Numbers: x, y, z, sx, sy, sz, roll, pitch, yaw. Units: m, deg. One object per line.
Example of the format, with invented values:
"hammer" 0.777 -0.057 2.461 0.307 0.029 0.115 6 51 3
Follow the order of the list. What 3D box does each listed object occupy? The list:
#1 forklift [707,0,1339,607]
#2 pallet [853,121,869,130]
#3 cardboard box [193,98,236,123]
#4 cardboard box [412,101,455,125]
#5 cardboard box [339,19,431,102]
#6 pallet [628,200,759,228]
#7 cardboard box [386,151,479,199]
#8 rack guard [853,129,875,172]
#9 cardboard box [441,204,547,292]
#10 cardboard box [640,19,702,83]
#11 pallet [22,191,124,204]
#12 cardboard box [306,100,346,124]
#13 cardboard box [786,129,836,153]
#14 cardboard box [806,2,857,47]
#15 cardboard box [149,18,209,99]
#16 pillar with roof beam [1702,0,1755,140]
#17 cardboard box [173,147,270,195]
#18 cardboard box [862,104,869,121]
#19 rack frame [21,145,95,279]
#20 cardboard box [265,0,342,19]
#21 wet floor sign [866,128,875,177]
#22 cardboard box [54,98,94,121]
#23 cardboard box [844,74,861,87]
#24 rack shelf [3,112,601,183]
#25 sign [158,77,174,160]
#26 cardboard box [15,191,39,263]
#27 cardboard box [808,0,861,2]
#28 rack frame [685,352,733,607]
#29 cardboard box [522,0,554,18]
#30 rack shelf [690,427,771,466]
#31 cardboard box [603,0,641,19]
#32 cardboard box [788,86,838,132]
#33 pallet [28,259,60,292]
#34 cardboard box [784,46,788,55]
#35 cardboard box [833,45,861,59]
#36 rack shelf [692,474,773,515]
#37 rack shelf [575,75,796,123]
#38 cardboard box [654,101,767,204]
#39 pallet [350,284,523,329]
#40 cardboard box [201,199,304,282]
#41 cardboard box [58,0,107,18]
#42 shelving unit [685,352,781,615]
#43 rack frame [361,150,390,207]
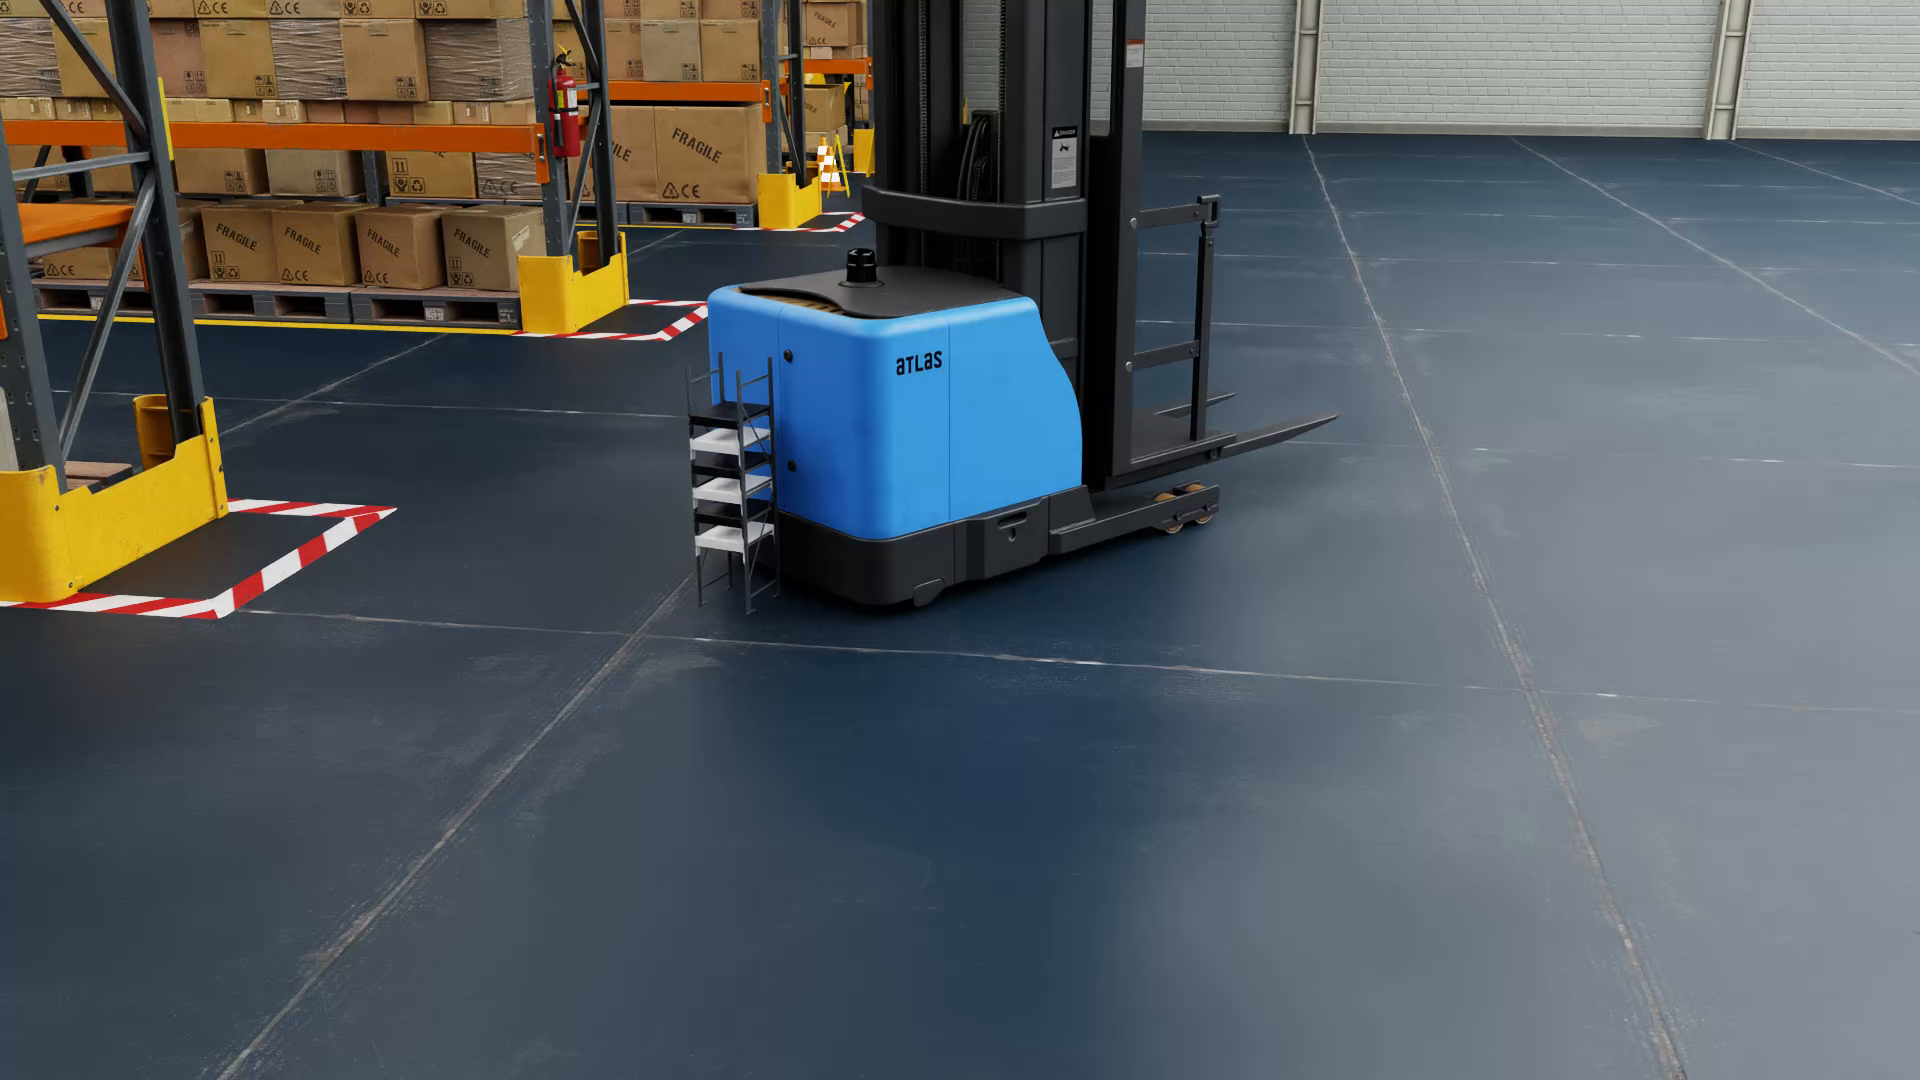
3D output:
"forklift" 0.458 -1.524 6.738 3.031 2.935 1.130 -16 24 -40
"pallet" -0.936 -6.304 25.311 1.213 0.211 1.003 3 19 9
"cardboard box" -4.831 -2.847 10.981 0.250 0.149 0.380 3 19 9
"cardboard box" -3.346 -2.781 10.783 0.250 0.149 0.380 3 19 9
"cardboard box" -3.581 -3.154 10.874 0.500 0.500 0.875 3 19 9
"pallet" -2.445 -3.183 15.985 1.213 0.211 1.003 3 19 9
"cardboard box" -4.983 -3.829 16.207 0.875 0.875 0.875 3 19 9
"rack guard" -1.033 -4.864 20.553 0.348 0.500 1.175 3 19 9
"cardboard box" -3.144 -1.992 11.306 0.500 0.500 0.500 7 20 19
"cardboard box" -2.563 -4.586 15.547 0.550 0.550 0.875 3 19 9
"pallet" -8.775 -3.507 16.952 1.213 0.211 1.003 3 19 9
"cardboard box" -4.081 -2.829 10.928 0.250 0.149 0.380 3 19 9
"cardboard box" -1.822 -4.899 20.388 0.500 0.250 0.500 3 19 8
"cardboard box" -1.537 -6.175 19.906 0.500 0.500 0.500 3 19 8
"cardboard box" -5.047 -3.259 11.190 0.500 0.500 0.875 3 19 9
"pillar with roof beam" 10.447 -8.811 18.954 0.400 9.000 9.100 3 19 9
"cardboard box" -7.171 -3.876 16.545 0.750 0.750 1.050 3 19 9
"cardboard box" -1.178 -6.449 25.021 0.500 0.250 0.500 3 19 9
"rack frame" -6.479 -3.143 11.468 0.127 3.000 1.000 3 19 9
"cardboard box" -4.100 -3.603 10.643 0.500 0.500 0.500 3 19 9
"wet floor sign" -0.940 -4.585 19.488 0.232 0.644 0.267 10 21 27
"cardboard box" -5.818 -2.898 11.132 0.250 0.149 0.380 3 19 9
"cardboard box" -1.683 -6.942 24.919 0.500 0.250 0.500 3 19 9
"rack shelf" -4.504 -2.701 11.281 4.000 0.370 1.077 3 19 9
"sign" -3.224 -1.693 6.699 0.005 0.325 0.100 3 19 9
"cardboard box" -7.082 -2.203 11.907 0.500 0.500 0.700 1 19 4
"cardboard box" -1.497 -6.666 19.796 0.500 0.500 0.700 2 19 7
"rack frame" -0.906 -0.217 6.033 0.006 0.900 0.240 8 20 22
"cardboard box" -3.029 -3.717 10.982 0.500 0.500 0.500 3 19 9
"rack shelf" -0.813 -0.343 5.948 0.200 0.077 0.258 8 20 22
"cardboard box" -3.092 -5.174 15.600 0.550 0.550 0.875 3 19 9
"cardboard box" -1.790 -5.255 20.272 0.500 0.500 0.500 3 19 9
"pallet" -7.248 -1.859 12.026 1.213 0.211 1.003 3 19 9
"cardboard box" -2.137 -5.880 20.044 0.250 0.149 0.380 3 19 10
"cardboard box" -1.361 -5.879 20.041 0.250 0.149 0.380 4 19 10
"rack shelf" -0.813 -0.172 6.005 0.200 0.077 0.258 8 20 22
"rack shelf" -3.618 -4.250 15.910 4.000 0.370 1.077 3 19 9
"cardboard box" -2.323 -3.695 15.806 0.875 0.875 0.875 3 19 9
"pallet" -3.401 -1.675 11.475 1.213 0.211 1.003 3 19 9
"cardboard box" -4.898 -2.090 11.601 0.500 0.500 0.500 1 19 4
"cardboard box" -5.581 -3.678 10.867 0.500 0.500 0.500 3 19 9
"shelving unit" -0.813 -0.204 5.995 0.210 0.900 0.258 8 20 22
"rack frame" -5.592 -4.691 16.097 0.127 3.000 1.000 3 19 9
